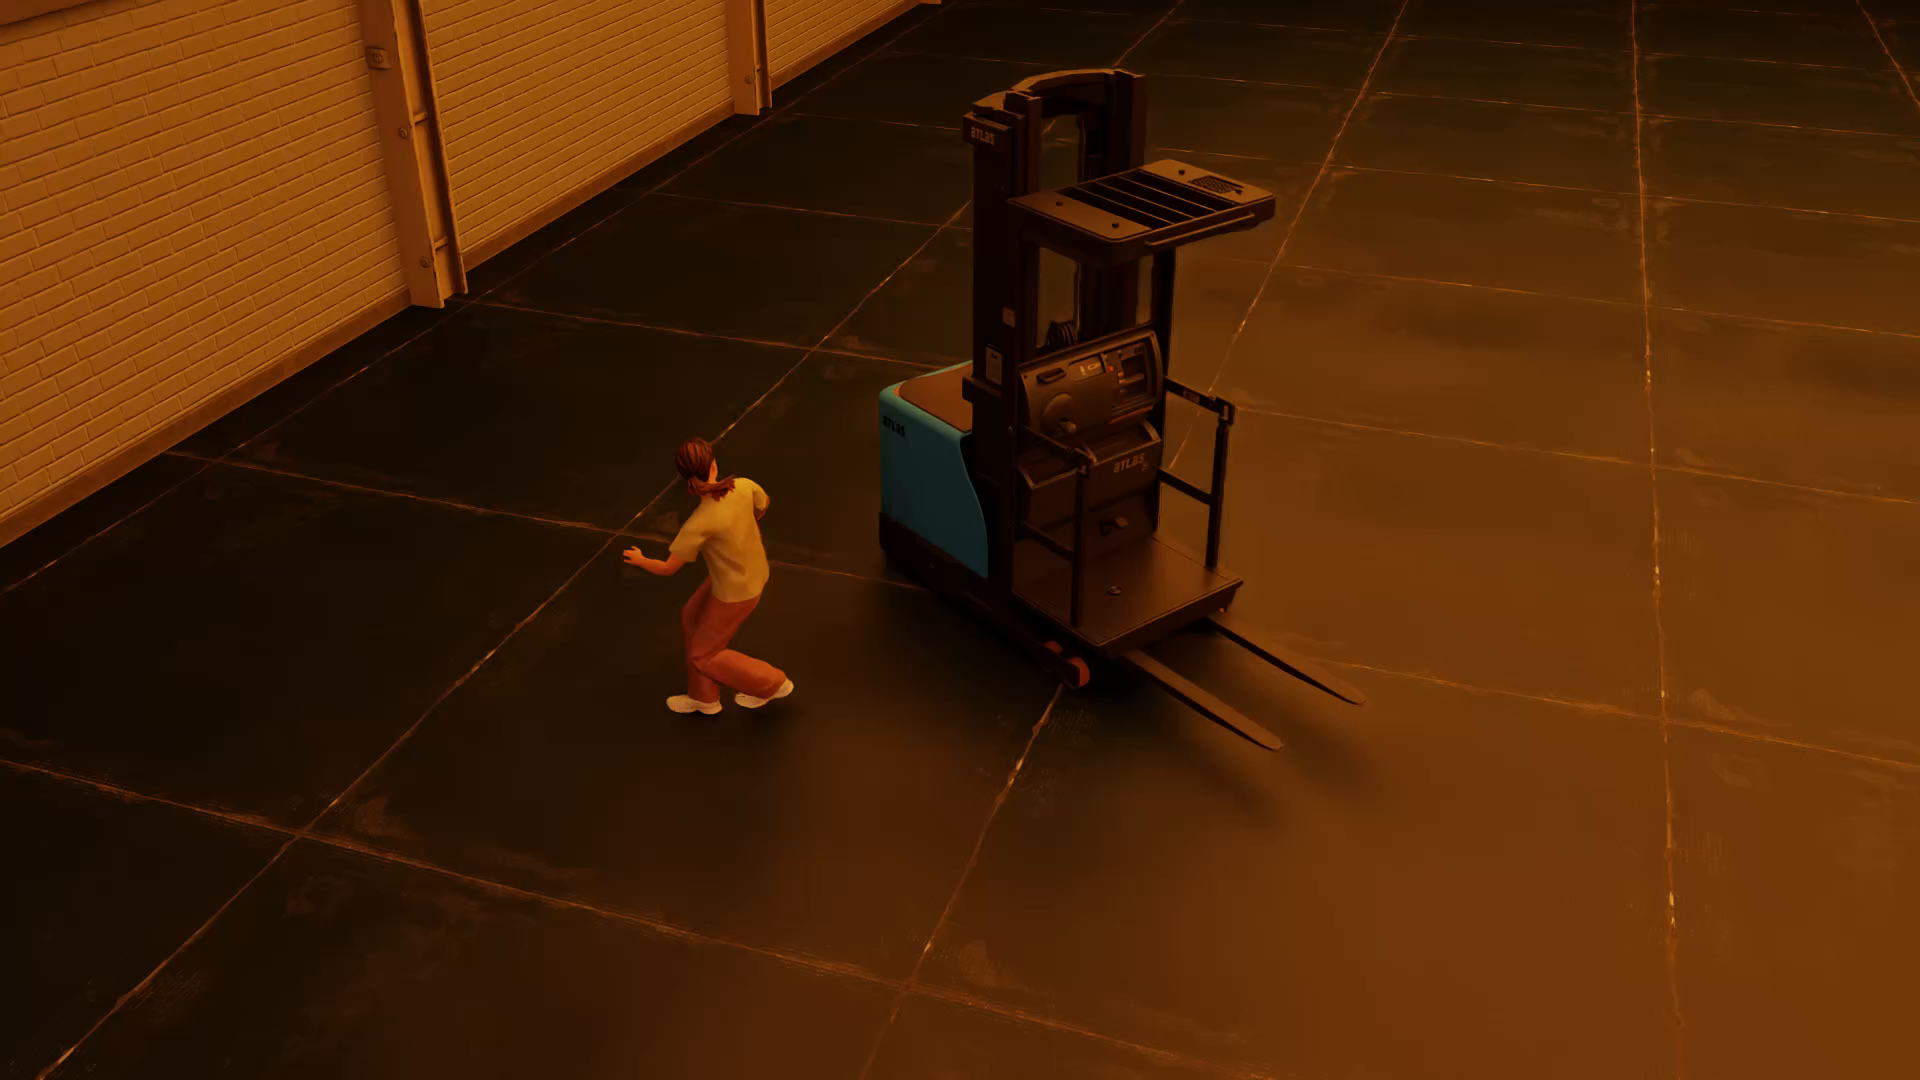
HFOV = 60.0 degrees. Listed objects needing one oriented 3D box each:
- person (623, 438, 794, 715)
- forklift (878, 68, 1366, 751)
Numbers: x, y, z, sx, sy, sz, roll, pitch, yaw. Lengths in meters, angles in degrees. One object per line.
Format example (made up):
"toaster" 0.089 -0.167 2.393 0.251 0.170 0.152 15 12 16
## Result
"person" -1.229 0.166 8.259 0.786 1.542 0.794 6 30 11
"forklift" 0.824 -0.772 8.491 1.130 2.935 3.031 -21 36 -32
